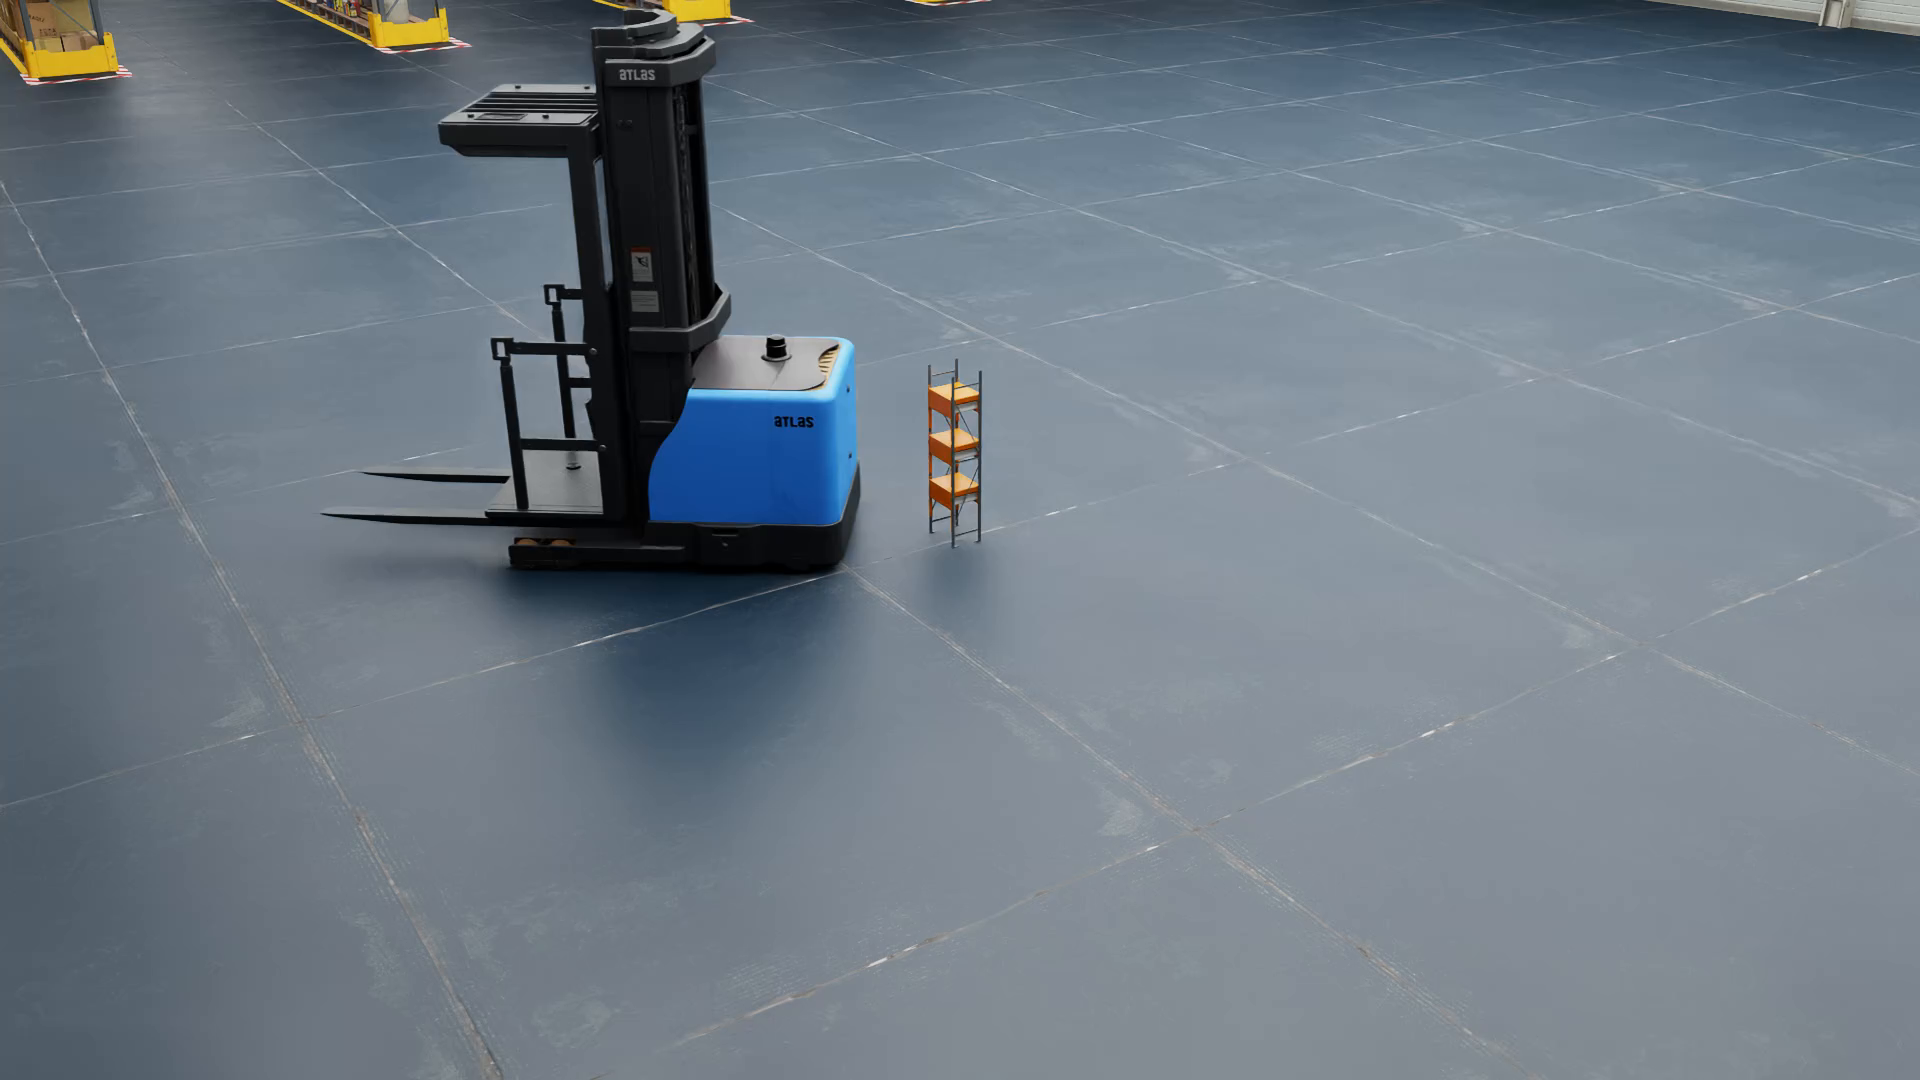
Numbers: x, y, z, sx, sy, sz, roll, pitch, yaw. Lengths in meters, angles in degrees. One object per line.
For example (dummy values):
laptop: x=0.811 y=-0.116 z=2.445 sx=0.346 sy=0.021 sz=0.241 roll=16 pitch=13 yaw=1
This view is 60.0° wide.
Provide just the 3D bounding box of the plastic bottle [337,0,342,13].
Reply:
plastic bottle: x=-10.452 y=-9.114 z=28.131 sx=0.144 sy=0.351 sz=0.185 roll=-16 pitch=30 yaw=-30

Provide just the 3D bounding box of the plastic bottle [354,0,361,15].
plastic bottle: x=-10.092 y=-8.934 z=27.829 sx=0.061 sy=0.283 sz=0.133 roll=-16 pitch=29 yaw=-30

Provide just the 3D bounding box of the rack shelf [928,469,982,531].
rack shelf: x=-0.029 y=-0.233 z=9.690 sx=0.215 sy=0.259 sz=0.240 roll=-16 pitch=29 yaw=-30

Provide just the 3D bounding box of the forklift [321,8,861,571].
forklift: x=-2.143 y=-1.380 z=9.240 sx=3.031 sy=2.935 sz=1.130 roll=1 pitch=25 yaw=3

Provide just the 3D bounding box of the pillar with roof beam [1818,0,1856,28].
pillar with roof beam: x=11.232 y=-11.786 z=24.175 sx=9.100 sy=9.000 sz=0.400 roll=-16 pitch=29 yaw=-30

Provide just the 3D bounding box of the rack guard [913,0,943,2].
rack guard: x=-0.322 y=-10.423 z=31.242 sx=1.175 sy=0.500 sz=0.348 roll=-16 pitch=29 yaw=-30

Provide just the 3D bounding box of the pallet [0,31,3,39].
pallet: x=-15.467 y=-8.559 z=27.632 sx=1.003 sy=0.211 sz=1.213 roll=-16 pitch=29 yaw=-30

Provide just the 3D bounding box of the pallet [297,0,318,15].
pallet: x=-11.341 y=-9.729 z=30.112 sx=1.003 sy=0.211 sz=1.213 roll=-16 pitch=29 yaw=-30

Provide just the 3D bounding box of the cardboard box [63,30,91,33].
cardboard box: x=-13.231 y=-7.503 z=24.858 sx=0.500 sy=0.250 sz=0.500 roll=-16 pitch=29 yaw=-30

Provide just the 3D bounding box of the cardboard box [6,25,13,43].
cardboard box: x=-14.218 y=-7.738 z=25.356 sx=0.500 sy=0.250 sz=0.500 roll=-16 pitch=29 yaw=-30

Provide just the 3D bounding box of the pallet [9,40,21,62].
pallet: x=-13.963 y=-7.573 z=25.545 sx=1.003 sy=0.211 sz=1.213 roll=-16 pitch=29 yaw=-30

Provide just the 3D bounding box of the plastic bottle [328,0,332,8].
plastic bottle: x=-10.787 y=-9.334 z=28.596 sx=0.144 sy=0.351 sz=0.185 roll=-15 pitch=29 yaw=-28

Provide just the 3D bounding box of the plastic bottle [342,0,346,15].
plastic bottle: x=-10.256 y=-8.956 z=27.882 sx=0.152 sy=0.276 sz=0.135 roll=-16 pitch=30 yaw=-31

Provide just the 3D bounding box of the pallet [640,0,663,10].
pallet: x=-5.002 y=-9.507 z=29.641 sx=1.003 sy=0.211 sz=1.213 roll=-16 pitch=29 yaw=-30

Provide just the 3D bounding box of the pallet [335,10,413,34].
pallet: x=-9.878 y=-8.770 z=28.081 sx=1.003 sy=0.211 sz=1.213 roll=-16 pitch=29 yaw=-30

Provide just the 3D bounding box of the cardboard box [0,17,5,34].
cardboard box: x=-14.764 y=-8.095 z=26.113 sx=0.500 sy=0.250 sz=0.500 roll=-16 pitch=29 yaw=-30

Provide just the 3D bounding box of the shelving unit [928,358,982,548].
shelving unit: x=-0.029 y=-0.494 z=9.566 sx=0.215 sy=1.050 sz=0.252 roll=-16 pitch=29 yaw=-30

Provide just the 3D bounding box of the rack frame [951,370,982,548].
rack frame: x=0.037 y=-0.450 z=9.474 sx=0.200 sy=1.050 sz=0.008 roll=-16 pitch=29 yaw=-30

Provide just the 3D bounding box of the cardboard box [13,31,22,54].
cardboard box: x=-13.672 y=-7.380 z=24.598 sx=0.500 sy=0.250 sz=0.500 roll=-16 pitch=29 yaw=-30

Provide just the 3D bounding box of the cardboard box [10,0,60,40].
cardboard box: x=-13.390 y=-7.543 z=24.064 sx=0.500 sy=0.500 sz=0.500 roll=-16 pitch=29 yaw=-30

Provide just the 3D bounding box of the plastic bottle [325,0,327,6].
plastic bottle: x=-10.962 y=-9.363 z=28.832 sx=0.097 sy=0.201 sz=0.097 roll=0 pitch=25 yaw=0

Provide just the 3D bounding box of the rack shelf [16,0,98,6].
rack shelf: x=-13.940 y=-8.525 z=25.136 sx=1.077 sy=0.370 sz=4.000 roll=-16 pitch=29 yaw=-30

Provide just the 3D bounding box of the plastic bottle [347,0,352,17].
plastic bottle: x=-10.145 y=-8.850 z=27.651 sx=0.061 sy=0.283 sz=0.133 roll=-15 pitch=29 yaw=-28

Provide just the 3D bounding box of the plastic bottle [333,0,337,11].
plastic bottle: x=-10.629 y=-9.167 z=28.322 sx=0.061 sy=0.283 sz=0.133 roll=-14 pitch=29 yaw=-27

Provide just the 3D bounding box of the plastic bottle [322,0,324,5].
plastic bottle: x=-11.073 y=-9.467 z=28.971 sx=0.097 sy=0.271 sz=0.097 roll=0 pitch=25 yaw=0

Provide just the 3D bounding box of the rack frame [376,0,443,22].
rack frame: x=-8.696 y=-9.287 z=25.910 sx=1.000 sy=3.000 sz=0.127 roll=-16 pitch=29 yaw=-30

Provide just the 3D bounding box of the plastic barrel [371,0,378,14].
plastic barrel: x=-9.393 y=-8.749 z=27.192 sx=0.421 sy=0.512 sz=0.421 roll=0 pitch=25 yaw=0

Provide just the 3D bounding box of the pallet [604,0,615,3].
pallet: x=-6.334 y=-10.379 z=31.490 sx=1.003 sy=0.211 sz=1.213 roll=-16 pitch=29 yaw=-30

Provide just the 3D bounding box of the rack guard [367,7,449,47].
rack guard: x=-8.777 y=-8.173 z=26.478 sx=1.175 sy=0.500 sz=0.348 roll=-16 pitch=29 yaw=-30

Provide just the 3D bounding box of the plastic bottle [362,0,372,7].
plastic bottle: x=-10.292 y=-9.410 z=28.845 sx=0.152 sy=0.276 sz=0.135 roll=-16 pitch=29 yaw=-30

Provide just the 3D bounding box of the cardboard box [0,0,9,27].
cardboard box: x=-14.221 y=-8.076 z=25.194 sx=0.500 sy=0.500 sz=0.500 roll=-16 pitch=29 yaw=-30
